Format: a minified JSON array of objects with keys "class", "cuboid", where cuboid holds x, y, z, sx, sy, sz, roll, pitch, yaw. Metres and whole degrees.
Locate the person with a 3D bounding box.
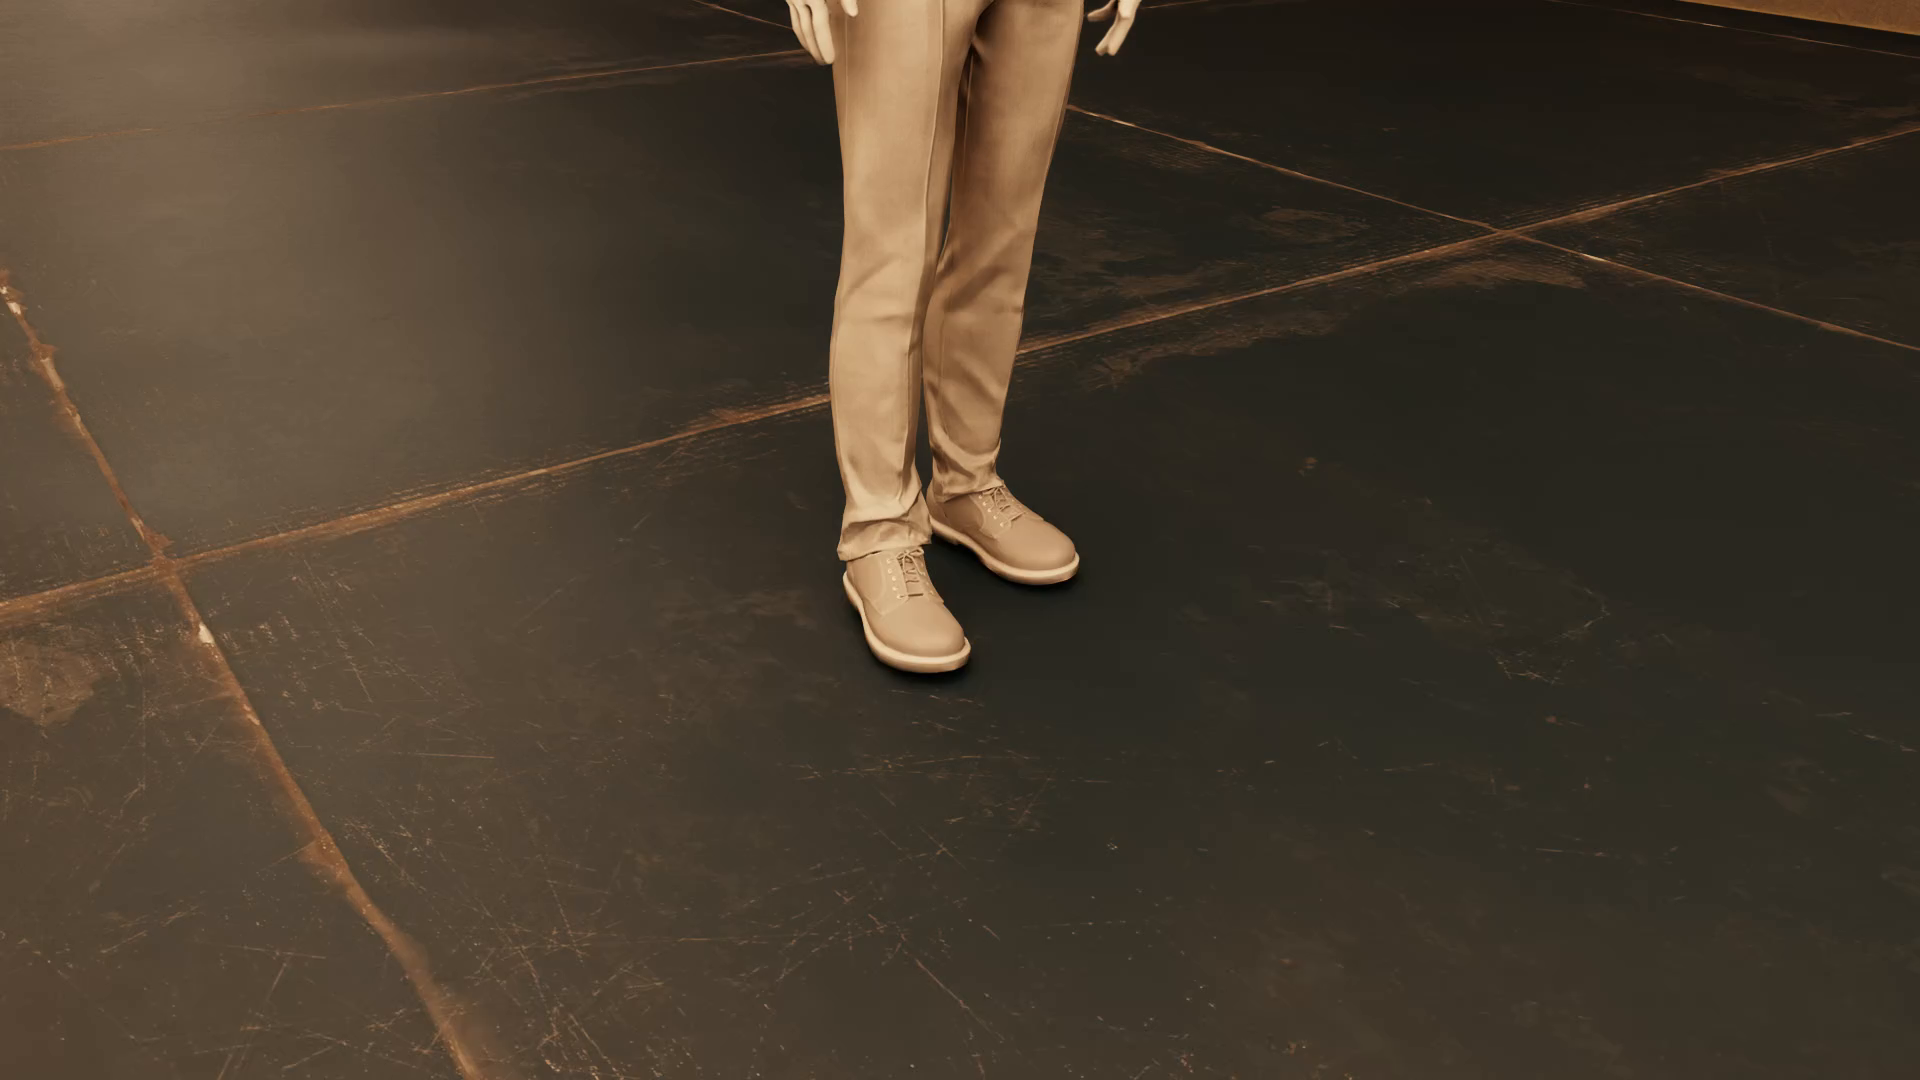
[{"class":"person","cuboid":[0.034,-0.737,2.063,0.588,1.695,0.531,-17,31,-31]}]
